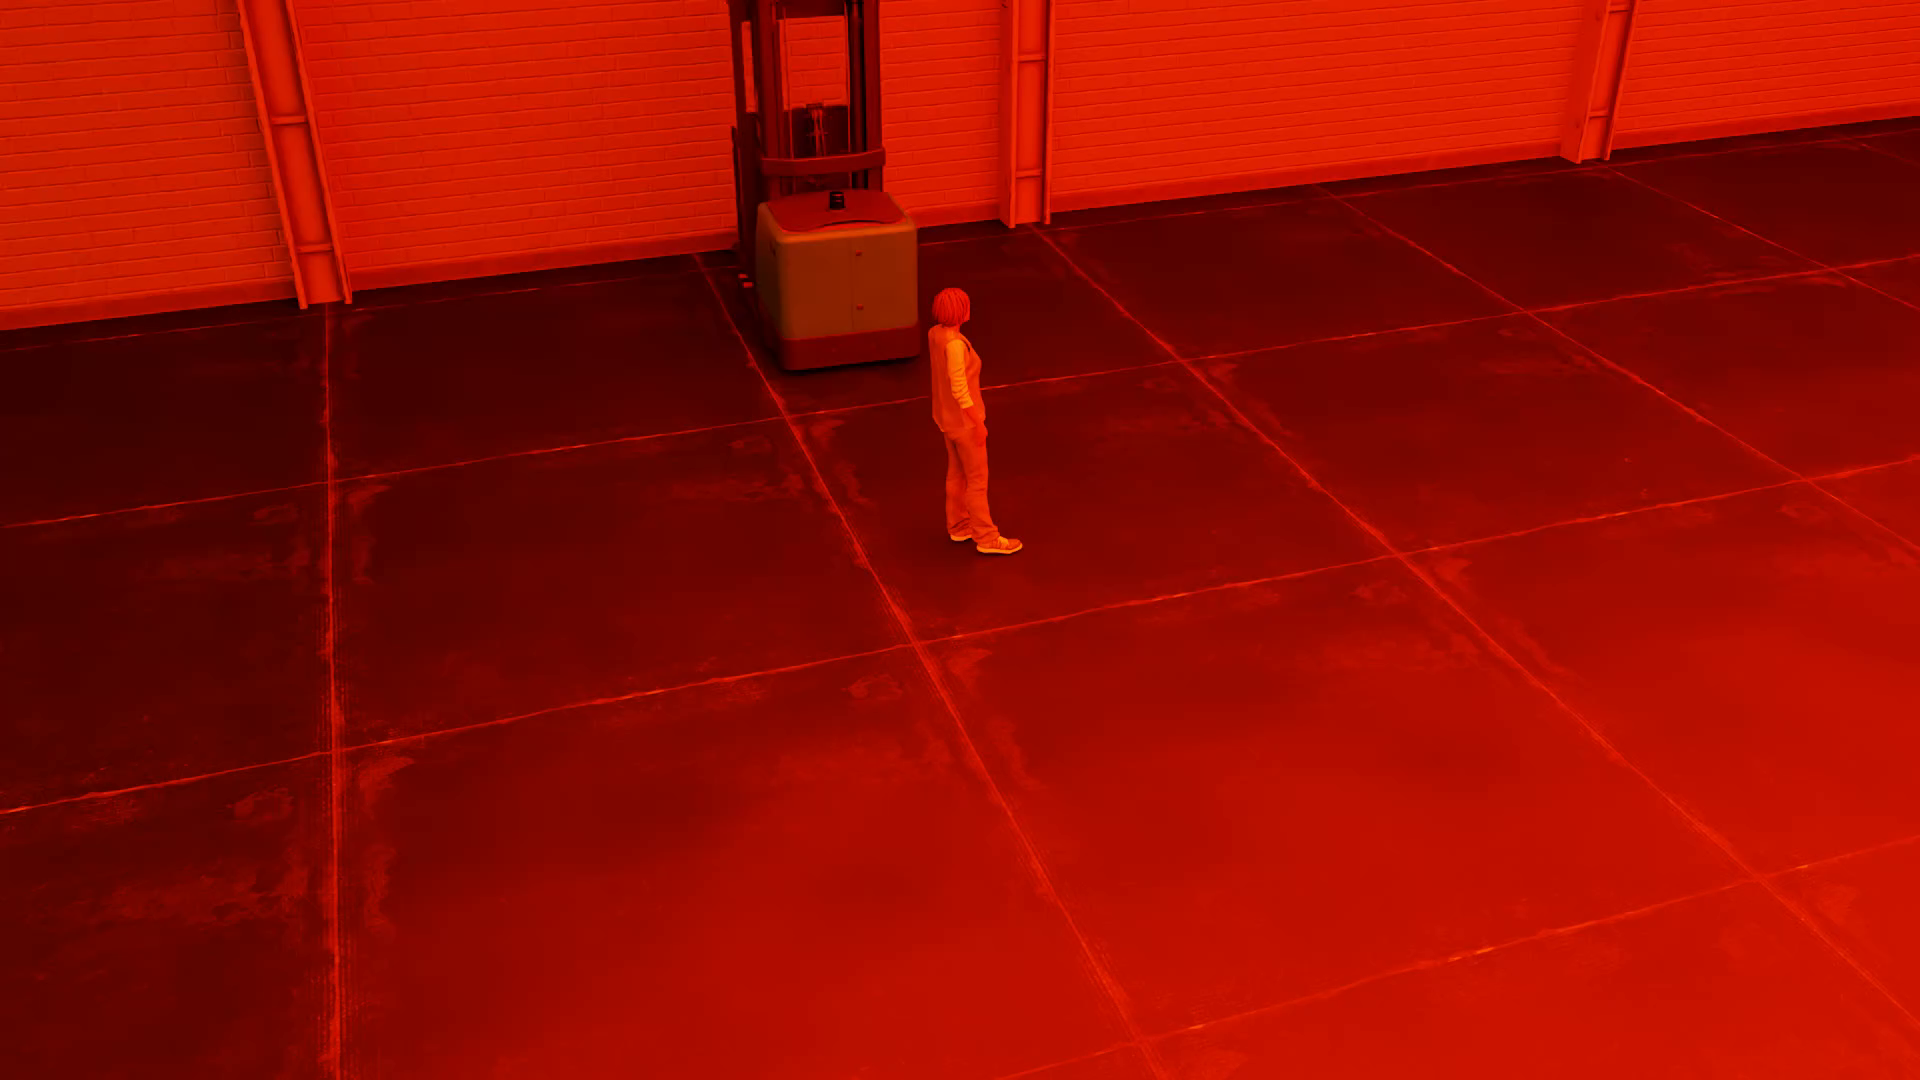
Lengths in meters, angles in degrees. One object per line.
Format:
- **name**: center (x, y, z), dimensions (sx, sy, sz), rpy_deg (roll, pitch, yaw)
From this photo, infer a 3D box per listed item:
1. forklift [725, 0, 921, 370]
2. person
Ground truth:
- **forklift**: center (-1.196, -3.218, 12.680), dimensions (1.130, 2.935, 3.031), rpy_deg (-8, 31, -14)
- **person**: center (0.075, -0.704, 9.634), dimensions (0.473, 1.599, 0.521), rpy_deg (-10, 31, -16)
